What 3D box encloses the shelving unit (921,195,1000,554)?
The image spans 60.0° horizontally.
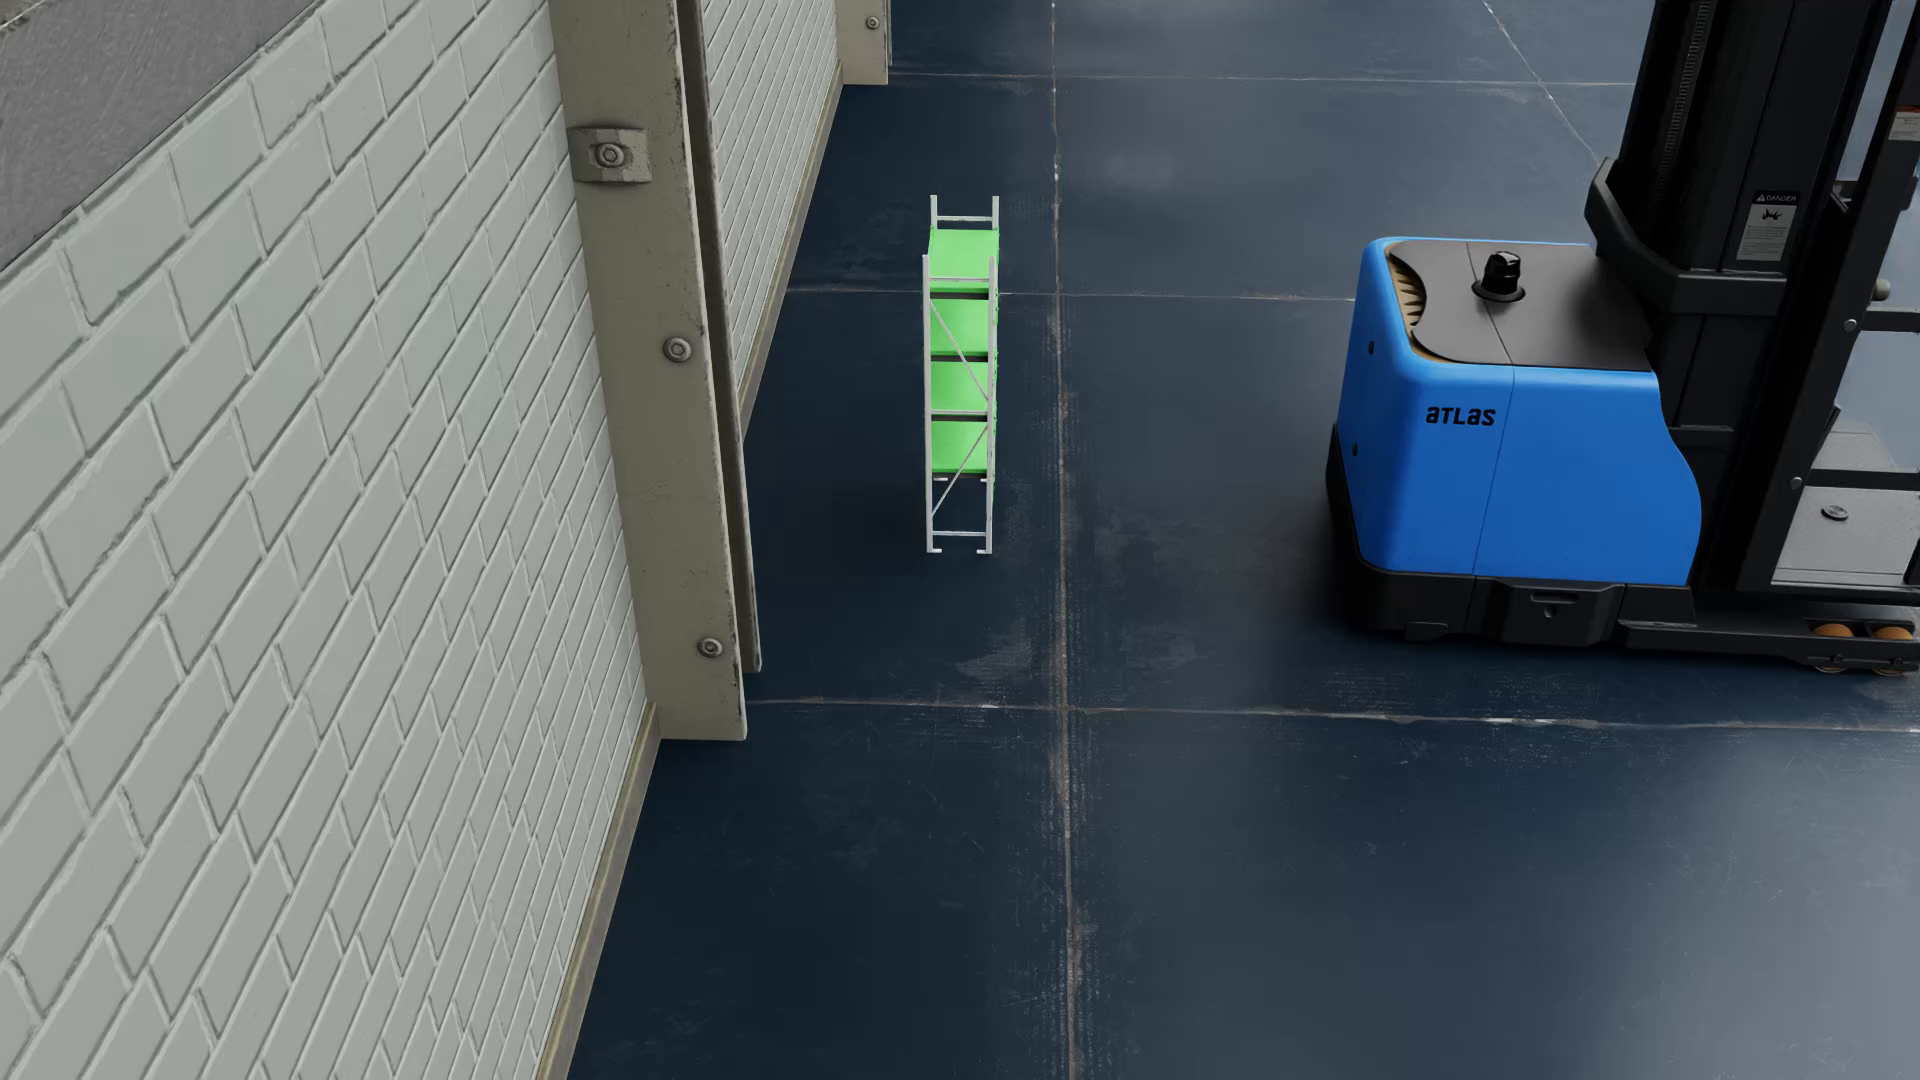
[{"bbox_3d":[0.007,-0.586,6.040,0.258,1.200,0.503,1,35,2],"label":"shelving unit"}]

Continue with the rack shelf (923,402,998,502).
[{"bbox_3d":[0.007,-0.337,6.215,0.258,0.148,0.480,1,35,2],"label":"rack shelf"}]

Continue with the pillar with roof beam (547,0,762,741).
[{"bbox_3d":[3.465,-3.056,2.773,9.100,9.000,0.400,1,35,2],"label":"pillar with roof beam"}]

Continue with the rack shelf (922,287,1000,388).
[{"bbox_3d":[0.007,-0.730,5.939,0.258,0.148,0.480,1,35,2],"label":"rack shelf"}]

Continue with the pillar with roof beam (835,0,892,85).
[{"bbox_3d":[3.706,-6.504,7.678,9.100,9.000,0.400,1,35,2],"label":"pillar with roof beam"}]

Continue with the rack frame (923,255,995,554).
[{"bbox_3d":[-0.003,-0.446,5.841,0.240,1.200,0.015,1,35,2],"label":"rack frame"}]

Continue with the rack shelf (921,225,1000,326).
[{"bbox_3d":[0.007,-0.926,5.801,0.258,0.148,0.480,1,35,2],"label":"rack shelf"}]

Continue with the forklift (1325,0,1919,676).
[{"bbox_3d":[2.892,-1.062,5.212,3.031,2.935,1.130,3,35,4],"label":"forklift"}]

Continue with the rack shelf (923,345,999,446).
[{"bbox_3d":[0.007,-0.534,6.077,0.258,0.148,0.480,1,35,2],"label":"rack shelf"}]

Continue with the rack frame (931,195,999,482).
[{"bbox_3d":[0.016,-0.726,6.240,0.240,1.200,0.015,1,35,2],"label":"rack frame"}]
